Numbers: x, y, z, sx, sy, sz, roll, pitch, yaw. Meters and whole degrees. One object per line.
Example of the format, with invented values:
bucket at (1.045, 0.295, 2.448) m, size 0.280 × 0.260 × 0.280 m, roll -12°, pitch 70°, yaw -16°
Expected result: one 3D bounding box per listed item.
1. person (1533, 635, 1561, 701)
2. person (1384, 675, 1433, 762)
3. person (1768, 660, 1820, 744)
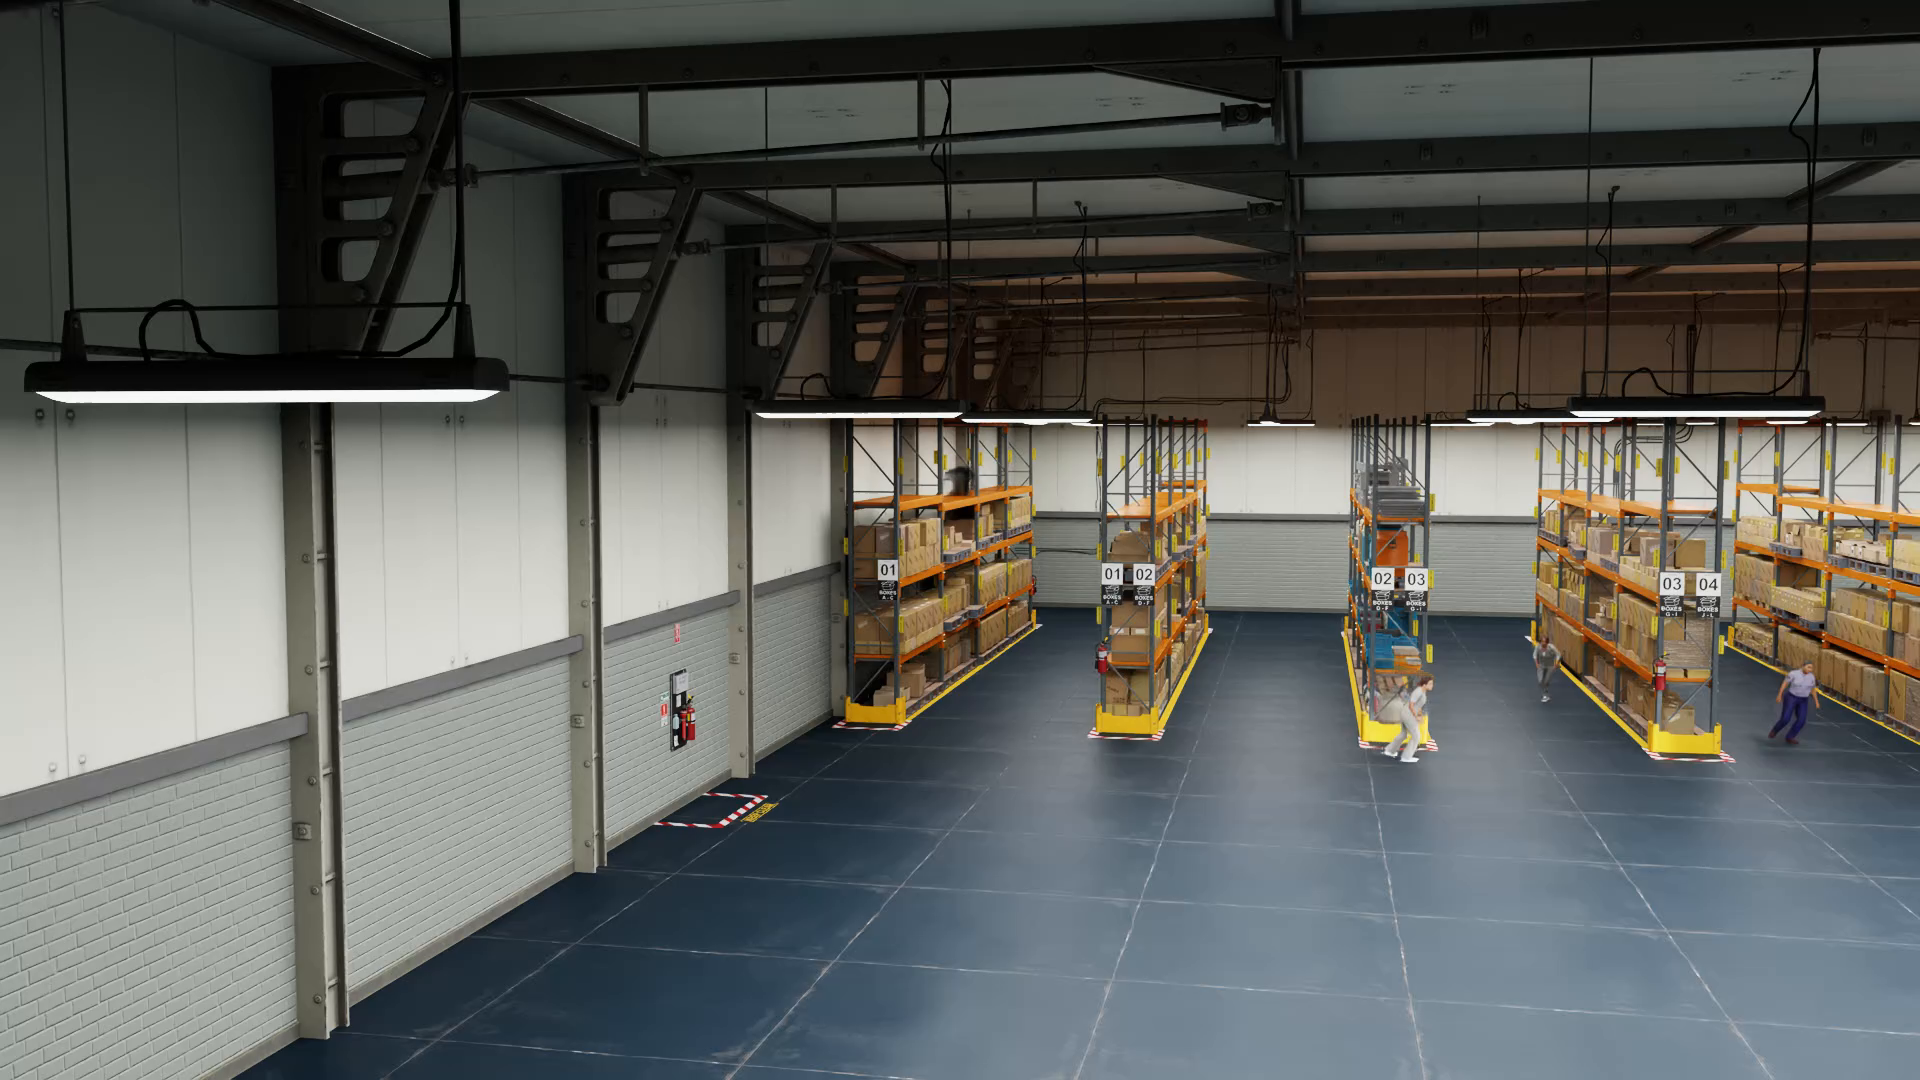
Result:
person at (12.357, 2.686, 35.004) m, size 0.555 × 1.426 × 0.844 m, roll 2°, pitch 4°, yaw 25°
person at (7.714, 3.053, 28.613) m, size 0.828 × 1.531 × 0.620 m, roll 1°, pitch 4°, yaw 21°
person at (15.152, 2.923, 30.202) m, size 0.744 × 1.568 × 0.603 m, roll 0°, pitch 4°, yaw 0°
